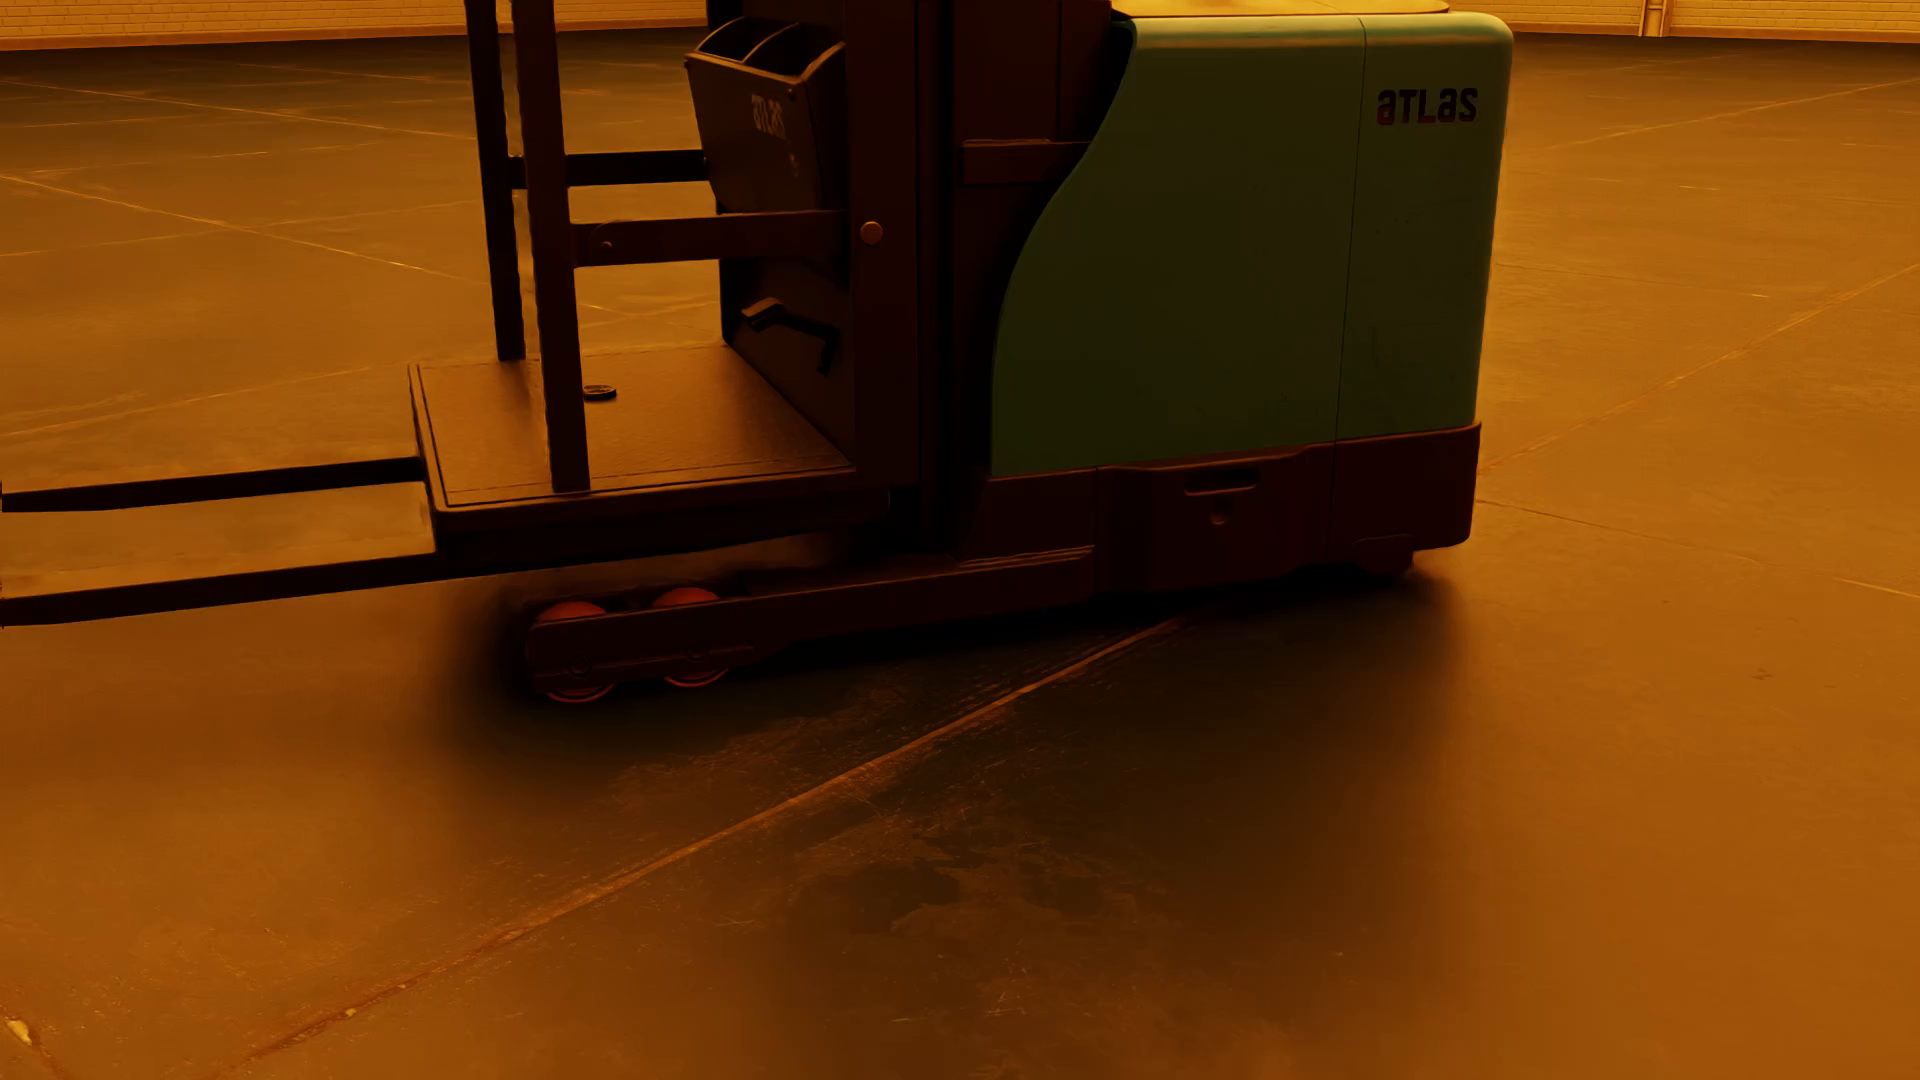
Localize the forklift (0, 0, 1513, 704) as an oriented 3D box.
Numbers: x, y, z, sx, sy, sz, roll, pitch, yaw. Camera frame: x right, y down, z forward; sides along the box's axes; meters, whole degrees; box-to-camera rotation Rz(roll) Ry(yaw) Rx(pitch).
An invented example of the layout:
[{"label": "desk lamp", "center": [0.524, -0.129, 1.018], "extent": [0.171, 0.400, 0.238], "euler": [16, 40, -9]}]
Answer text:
[{"label": "forklift", "center": [-0.544, -1.308, 2.840], "extent": [3.031, 2.935, 1.130], "euler": [-7, 20, -19]}]
